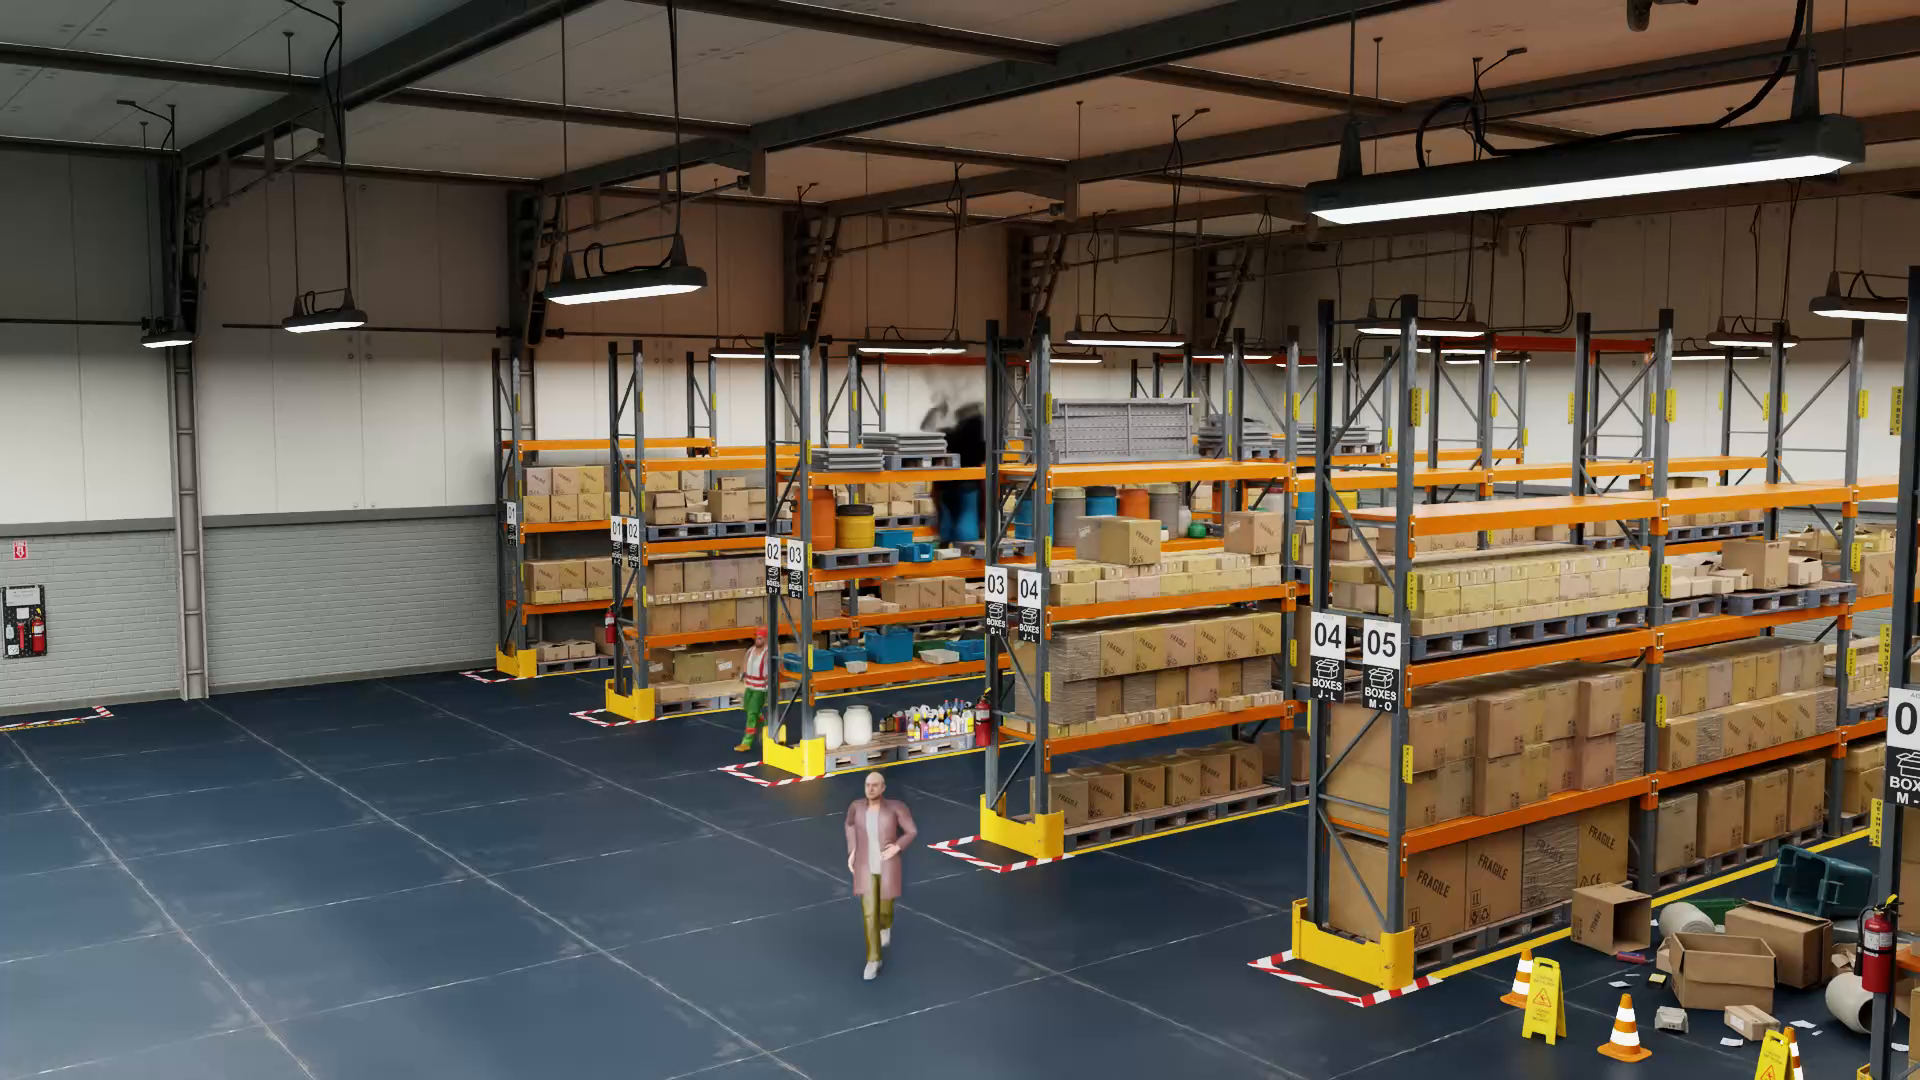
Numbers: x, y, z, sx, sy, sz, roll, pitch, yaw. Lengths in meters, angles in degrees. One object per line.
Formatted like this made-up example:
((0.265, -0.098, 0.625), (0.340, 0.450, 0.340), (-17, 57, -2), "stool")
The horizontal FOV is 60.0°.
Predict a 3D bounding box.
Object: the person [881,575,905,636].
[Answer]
((-1.248, 1.492, 32.262), (0.576, 1.749, 0.719), (5, 7, 44), "person")

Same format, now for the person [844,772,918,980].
((-0.733, 2.976, 15.005), (0.701, 1.780, 0.842), (1, 5, 7), "person")

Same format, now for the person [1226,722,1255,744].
((3.906, 2.307, 23.060), (0.826, 1.663, 0.588), (-5, 7, -44), "person")

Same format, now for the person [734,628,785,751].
((-2.896, 2.158, 24.140), (0.693, 1.758, 0.854), (3, 6, 34), "person")

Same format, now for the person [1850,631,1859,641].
((12.762, 2.181, 23.994), (0.639, 1.755, 0.684), (-3, 6, -35), "person")
